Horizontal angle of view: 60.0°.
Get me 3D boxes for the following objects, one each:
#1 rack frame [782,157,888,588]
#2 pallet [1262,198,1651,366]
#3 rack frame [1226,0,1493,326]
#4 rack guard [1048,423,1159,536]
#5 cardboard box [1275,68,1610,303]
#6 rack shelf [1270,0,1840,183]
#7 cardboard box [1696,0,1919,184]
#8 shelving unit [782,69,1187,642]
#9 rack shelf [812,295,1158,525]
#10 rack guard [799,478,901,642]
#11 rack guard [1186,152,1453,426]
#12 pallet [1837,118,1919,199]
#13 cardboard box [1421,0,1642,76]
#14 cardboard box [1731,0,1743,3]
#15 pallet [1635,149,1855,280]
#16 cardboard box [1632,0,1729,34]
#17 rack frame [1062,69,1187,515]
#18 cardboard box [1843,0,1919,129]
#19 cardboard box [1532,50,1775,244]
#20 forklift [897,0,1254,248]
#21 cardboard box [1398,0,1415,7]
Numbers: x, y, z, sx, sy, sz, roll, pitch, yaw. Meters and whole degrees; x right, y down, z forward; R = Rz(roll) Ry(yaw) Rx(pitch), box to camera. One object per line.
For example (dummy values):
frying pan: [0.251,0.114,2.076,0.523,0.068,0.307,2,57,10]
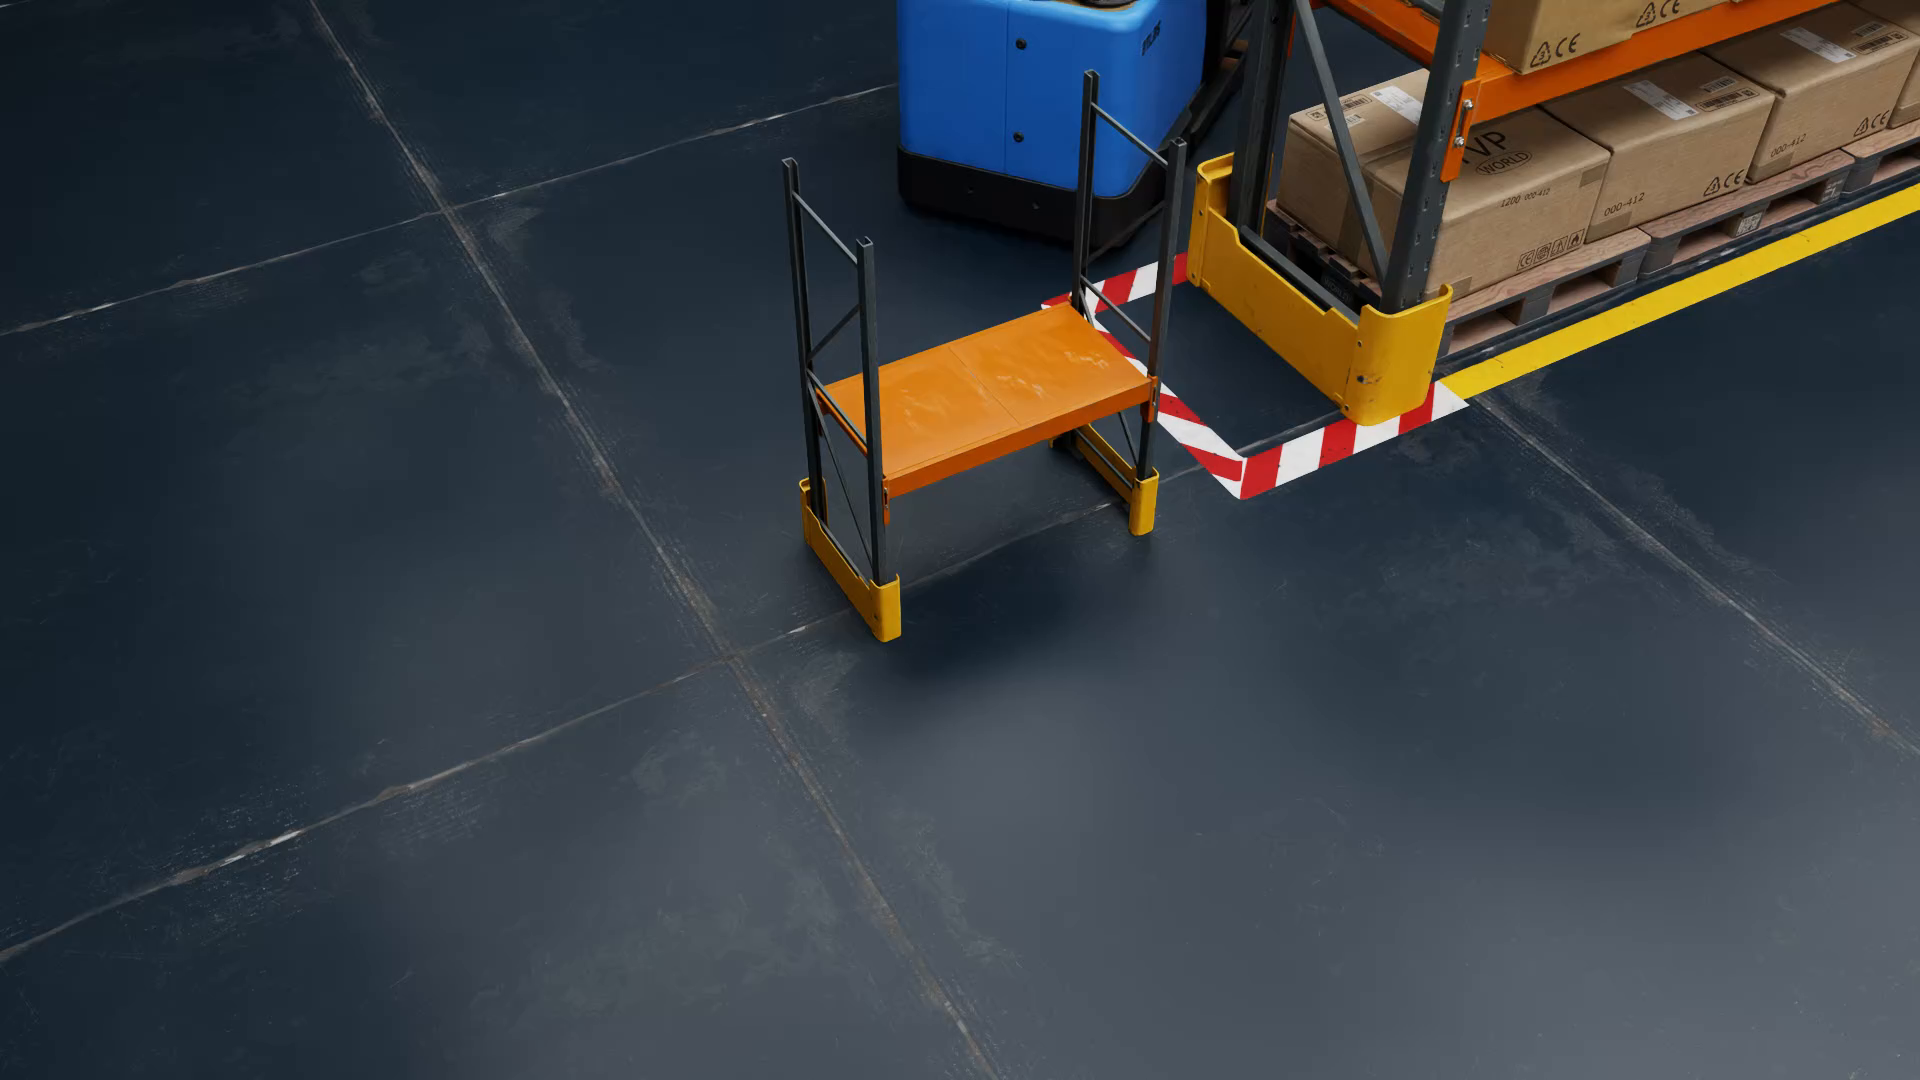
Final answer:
rack frame: [-0.367,-0.391,5.076,0.032,1.500,0.500,-22,48,-21]
pallet: [2.024,-1.227,6.863,1.213,0.211,1.003,-22,48,-21]
rack frame: [1.370,-1.903,5.558,0.127,3.000,1.000,-22,48,-21]
rack guard: [0.498,-0.289,5.868,0.087,0.250,0.587,-22,48,-21]
cardboard box: [1.892,-1.424,6.602,0.875,0.438,0.875,-23,49,-22]
rack shelf: [3.104,-2.339,6.523,4.000,0.370,1.077,-22,48,-21]
cardboard box: [3.464,-2.059,7.255,0.875,0.438,0.875,-23,49,-22]
shelving unit: [0.066,-0.565,5.255,1.083,1.500,0.587,-22,48,-21]
rack shelf: [0.074,-0.439,5.383,1.000,0.185,0.538,-22,48,-21]
rack guard: [-0.366,0.057,5.512,0.087,0.250,0.587,-22,48,-21]
rack guard: [1.349,-0.998,6.420,0.348,0.500,1.175,-22,48,-21]
pallet: [4.140,-2.074,7.736,1.213,0.211,1.003,-22,48,-21]
cardboard box: [1.929,-1.933,5.516,0.500,0.500,0.500,-22,48,-21]
cardboard box: [2.804,-2.290,5.884,0.500,0.500,0.500,-22,48,-21]
pallet: [3.081,-1.648,7.297,1.213,0.211,1.003,-22,48,-21]
cardboard box: [2.354,-2.125,5.714,0.500,0.500,0.500,-22,48,-21]
rack frame: [0.515,-0.744,5.440,0.032,1.500,0.500,-22,48,-21]
cardboard box: [4.240,-2.369,7.576,0.875,0.438,0.875,-22,48,-21]
cardboard box: [2.682,-1.747,6.934,0.875,0.438,0.875,-21,48,-20]
forklift: [0.787,-3.296,7.041,1.130,2.935,3.031,17,47,17]
cardboard box: [1.656,-2.267,5.860,0.500,0.500,0.500,-22,48,-21]
